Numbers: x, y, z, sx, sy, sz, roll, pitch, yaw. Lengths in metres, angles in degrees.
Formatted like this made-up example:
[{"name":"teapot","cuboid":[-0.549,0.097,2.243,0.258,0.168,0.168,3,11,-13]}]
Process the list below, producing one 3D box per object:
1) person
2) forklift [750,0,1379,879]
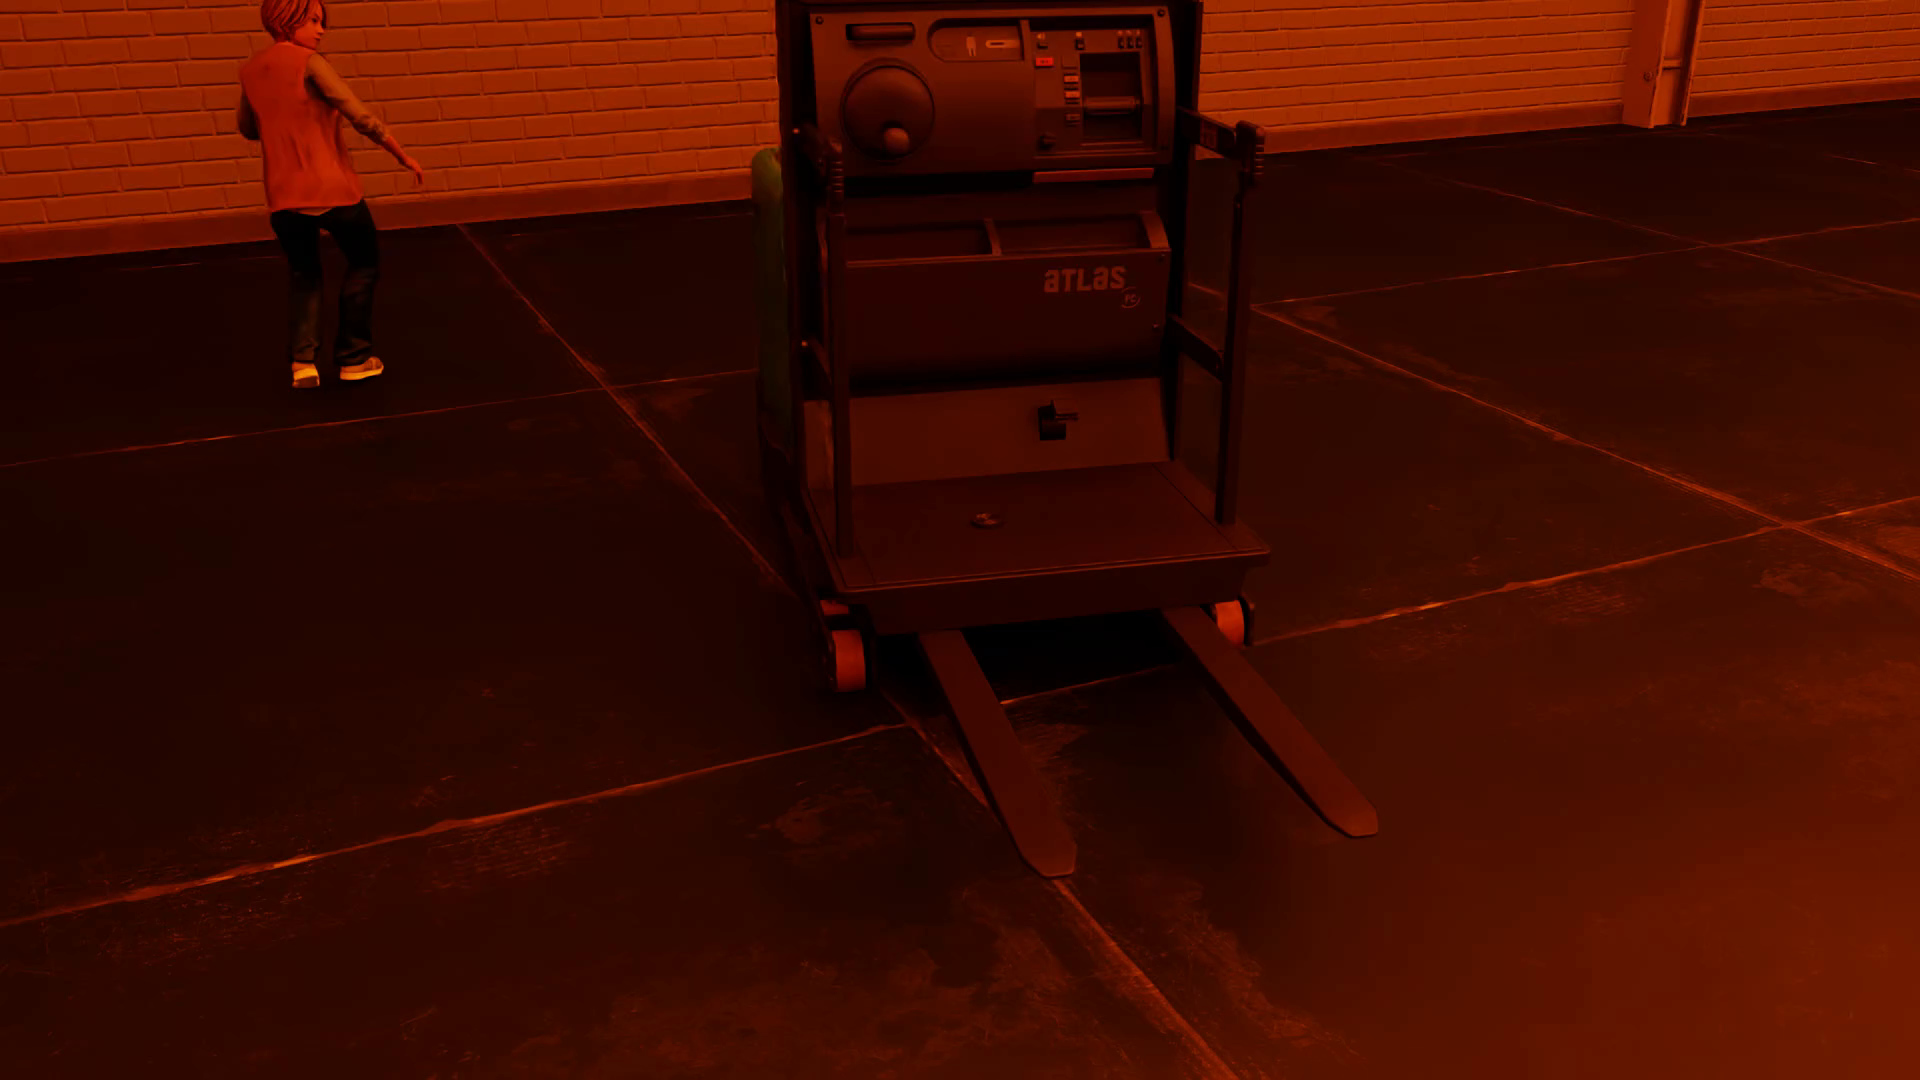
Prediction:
[{"name":"person","cuboid":[-2.403,-1.331,6.366,0.694,1.499,0.672,3,23,6]},{"name":"forklift","cuboid":[0.139,-1.126,3.995,1.130,2.935,3.031,-5,23,-12]}]
